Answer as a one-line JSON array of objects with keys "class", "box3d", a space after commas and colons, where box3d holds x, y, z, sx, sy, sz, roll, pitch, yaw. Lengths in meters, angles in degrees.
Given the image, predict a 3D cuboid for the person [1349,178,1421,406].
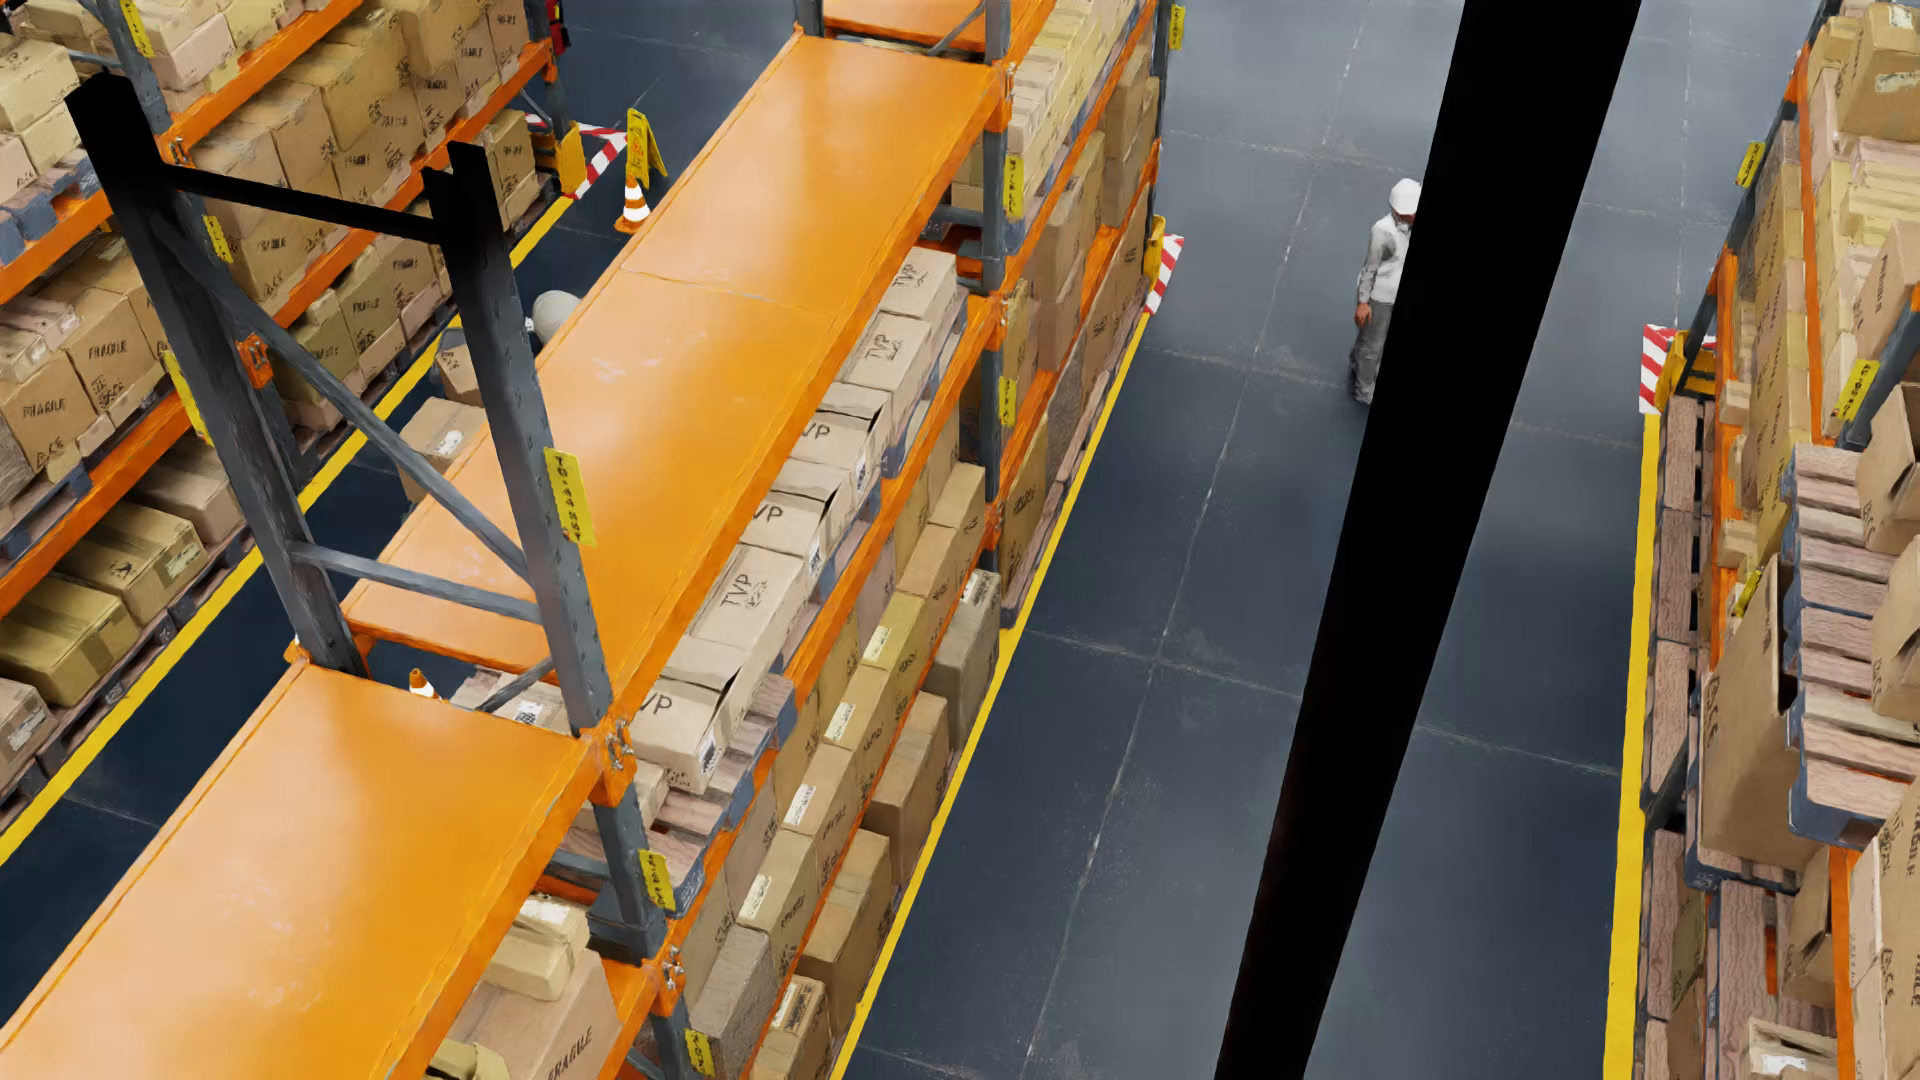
[{"class": "person", "box3d": [2.994, -1.731, 11.575, 0.615, 1.772, 0.555, -33, 54, -28]}]
